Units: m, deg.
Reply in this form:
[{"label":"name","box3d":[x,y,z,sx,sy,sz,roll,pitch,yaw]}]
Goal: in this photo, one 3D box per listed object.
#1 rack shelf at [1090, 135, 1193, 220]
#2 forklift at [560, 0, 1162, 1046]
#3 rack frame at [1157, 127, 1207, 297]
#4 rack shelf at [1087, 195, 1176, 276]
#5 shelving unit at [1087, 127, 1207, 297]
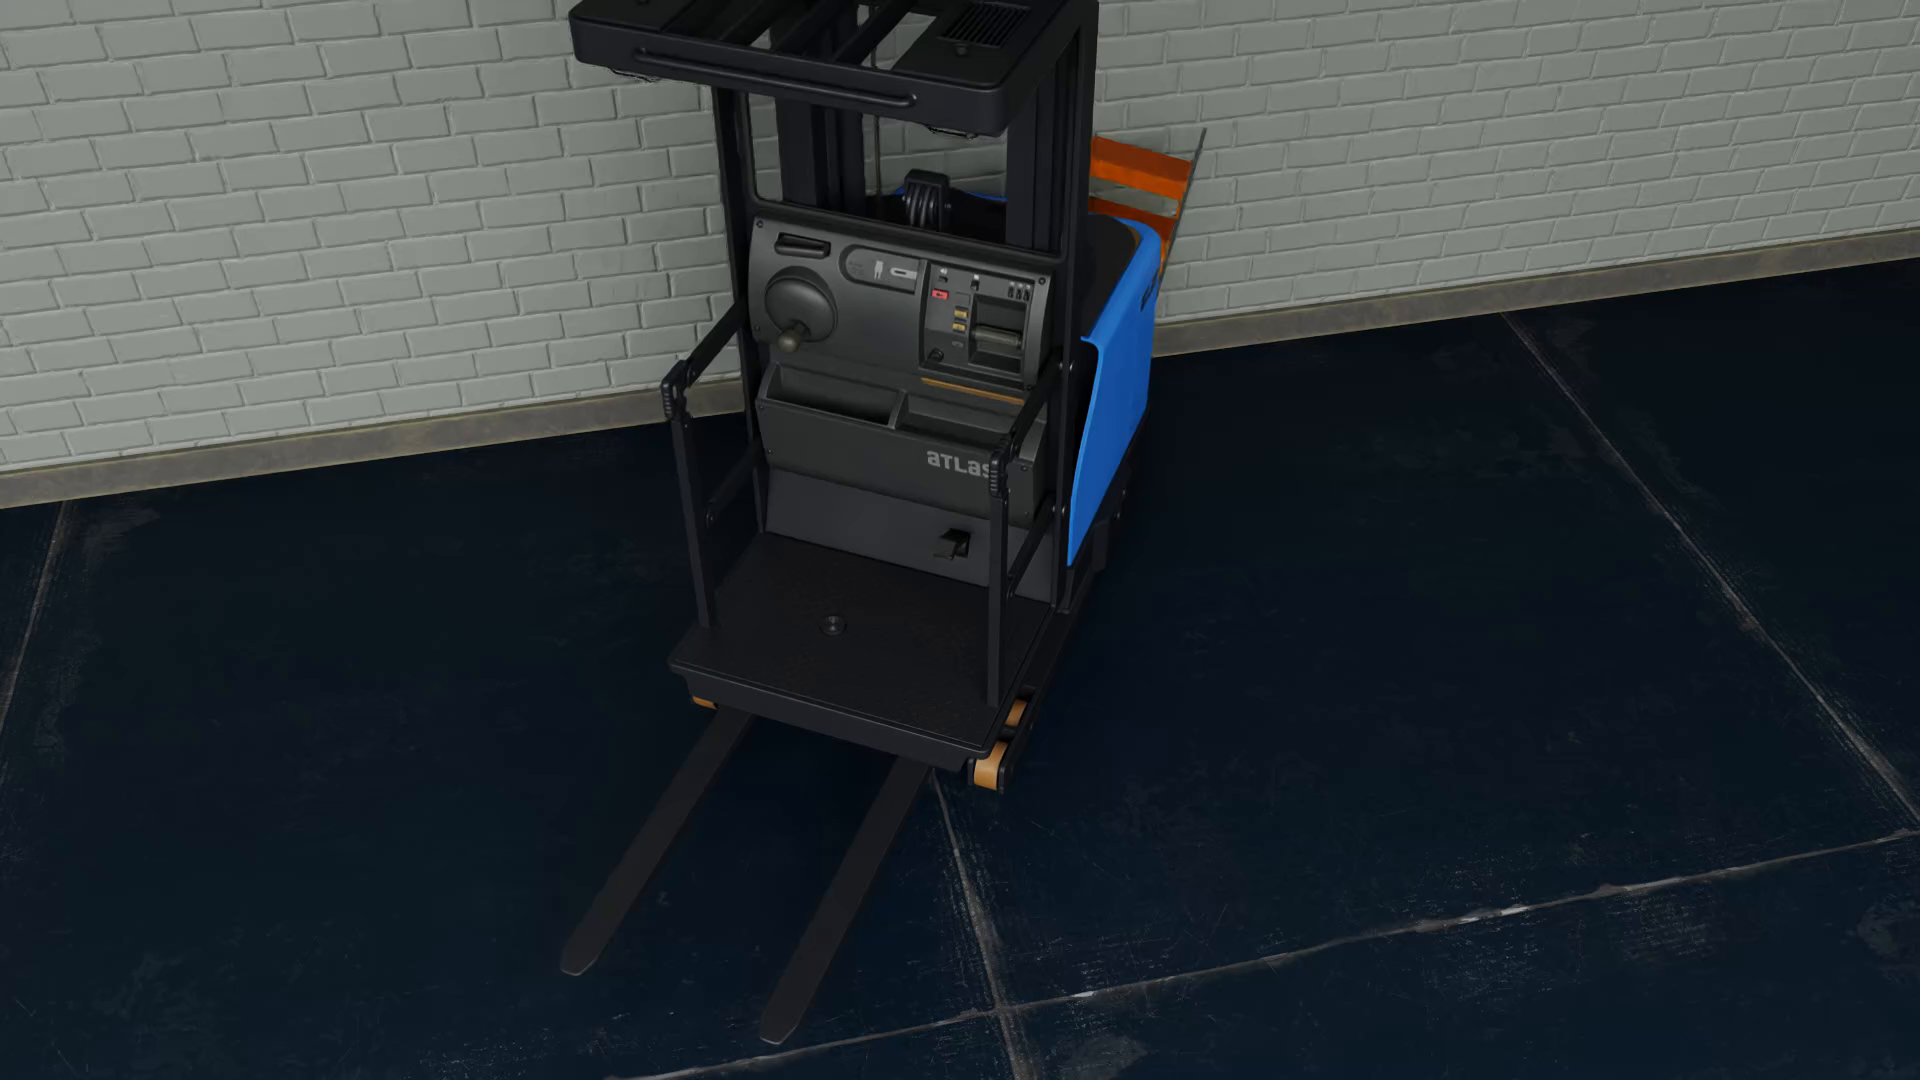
[{"label":"rack shelf","box3d":[0.617,-1.381,6.251,0.480,0.148,0.258,16,34,4]},{"label":"forklift","box3d":[-0.262,-0.609,4.728,1.130,2.935,3.031,14,43,15]},{"label":"rack frame","box3d":[0.774,-0.996,6.455,0.015,1.200,0.240,16,34,4]},{"label":"rack shelf","box3d":[0.571,-1.191,6.384,0.480,0.148,0.258,16,34,4]},{"label":"shelving unit","box3d":[0.541,-1.065,6.472,0.503,1.200,0.258,16,34,4]}]
